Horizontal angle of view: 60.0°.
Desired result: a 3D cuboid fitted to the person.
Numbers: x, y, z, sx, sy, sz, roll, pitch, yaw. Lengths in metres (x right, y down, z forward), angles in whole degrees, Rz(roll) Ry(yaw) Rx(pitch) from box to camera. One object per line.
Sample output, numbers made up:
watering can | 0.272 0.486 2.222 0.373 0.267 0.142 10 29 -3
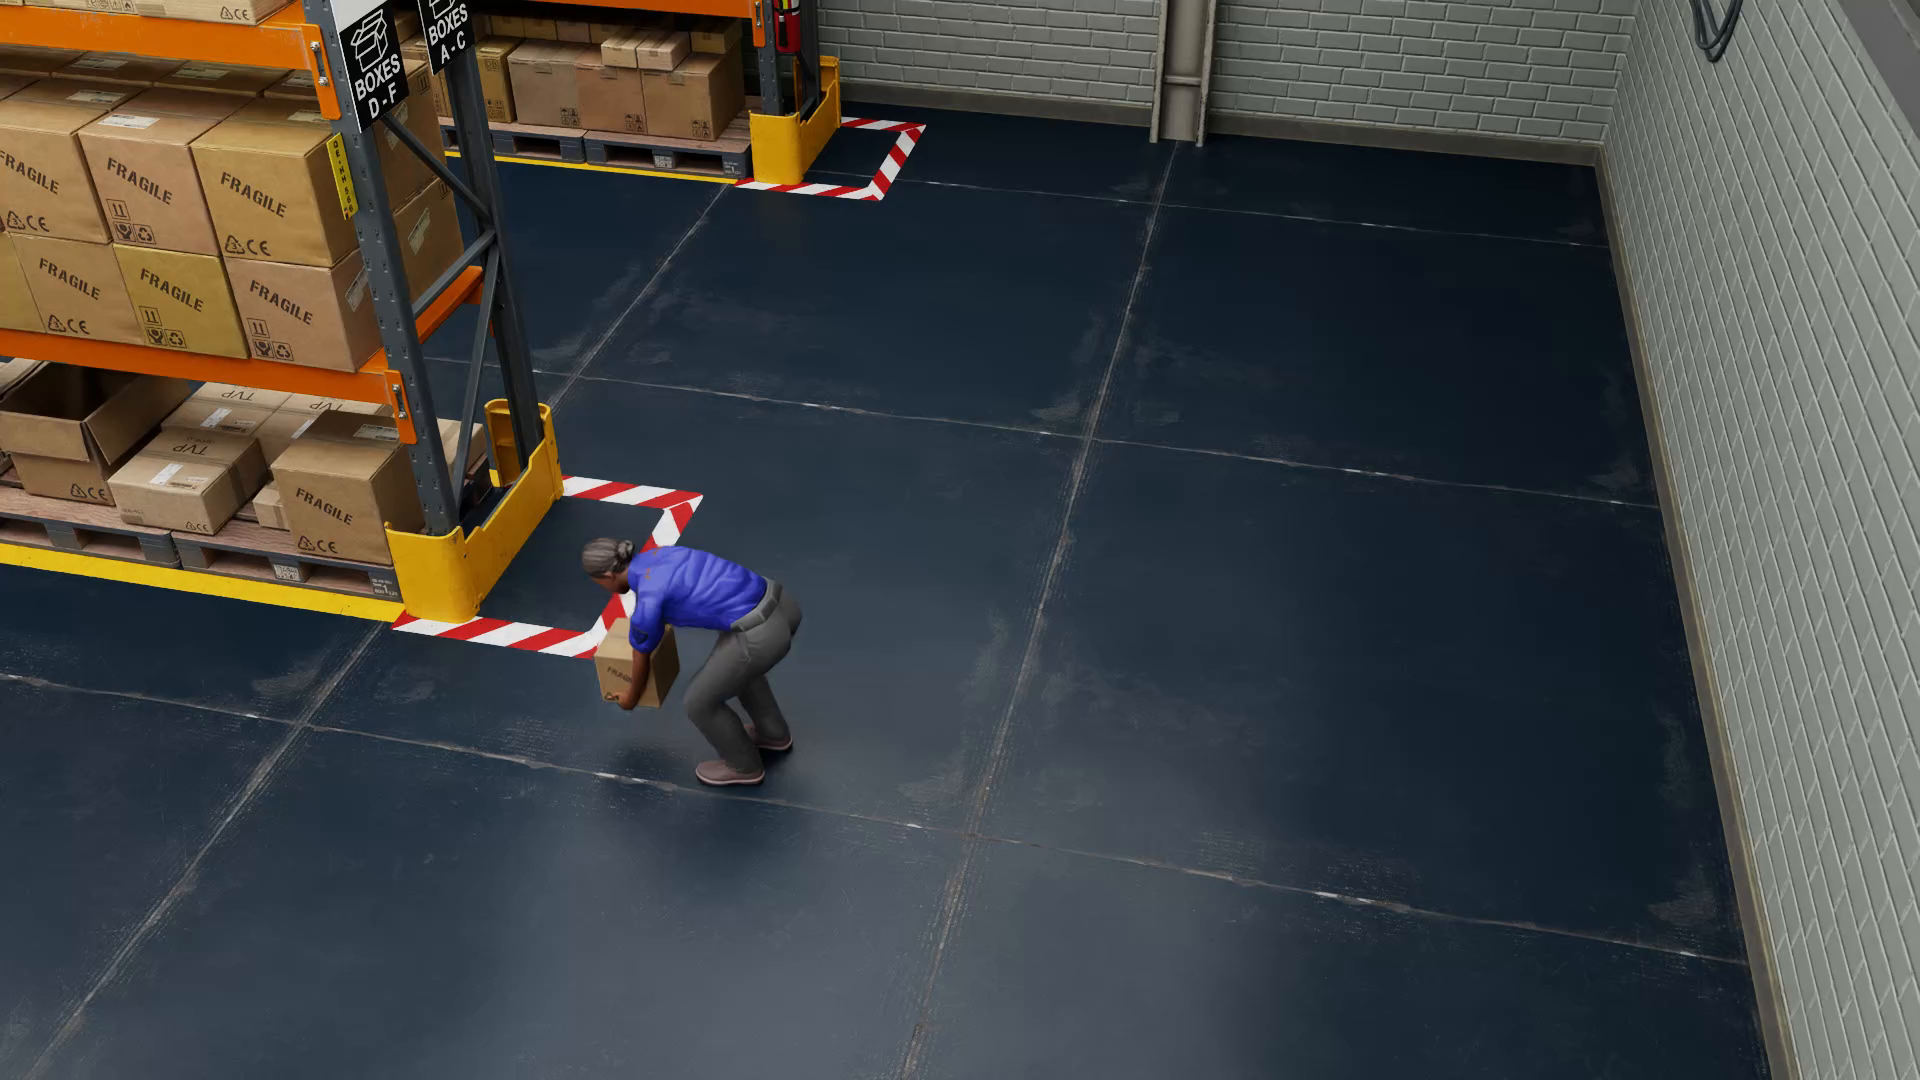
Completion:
person | -1.063 0.476 6.780 0.846 1.125 0.434 6 37 8
